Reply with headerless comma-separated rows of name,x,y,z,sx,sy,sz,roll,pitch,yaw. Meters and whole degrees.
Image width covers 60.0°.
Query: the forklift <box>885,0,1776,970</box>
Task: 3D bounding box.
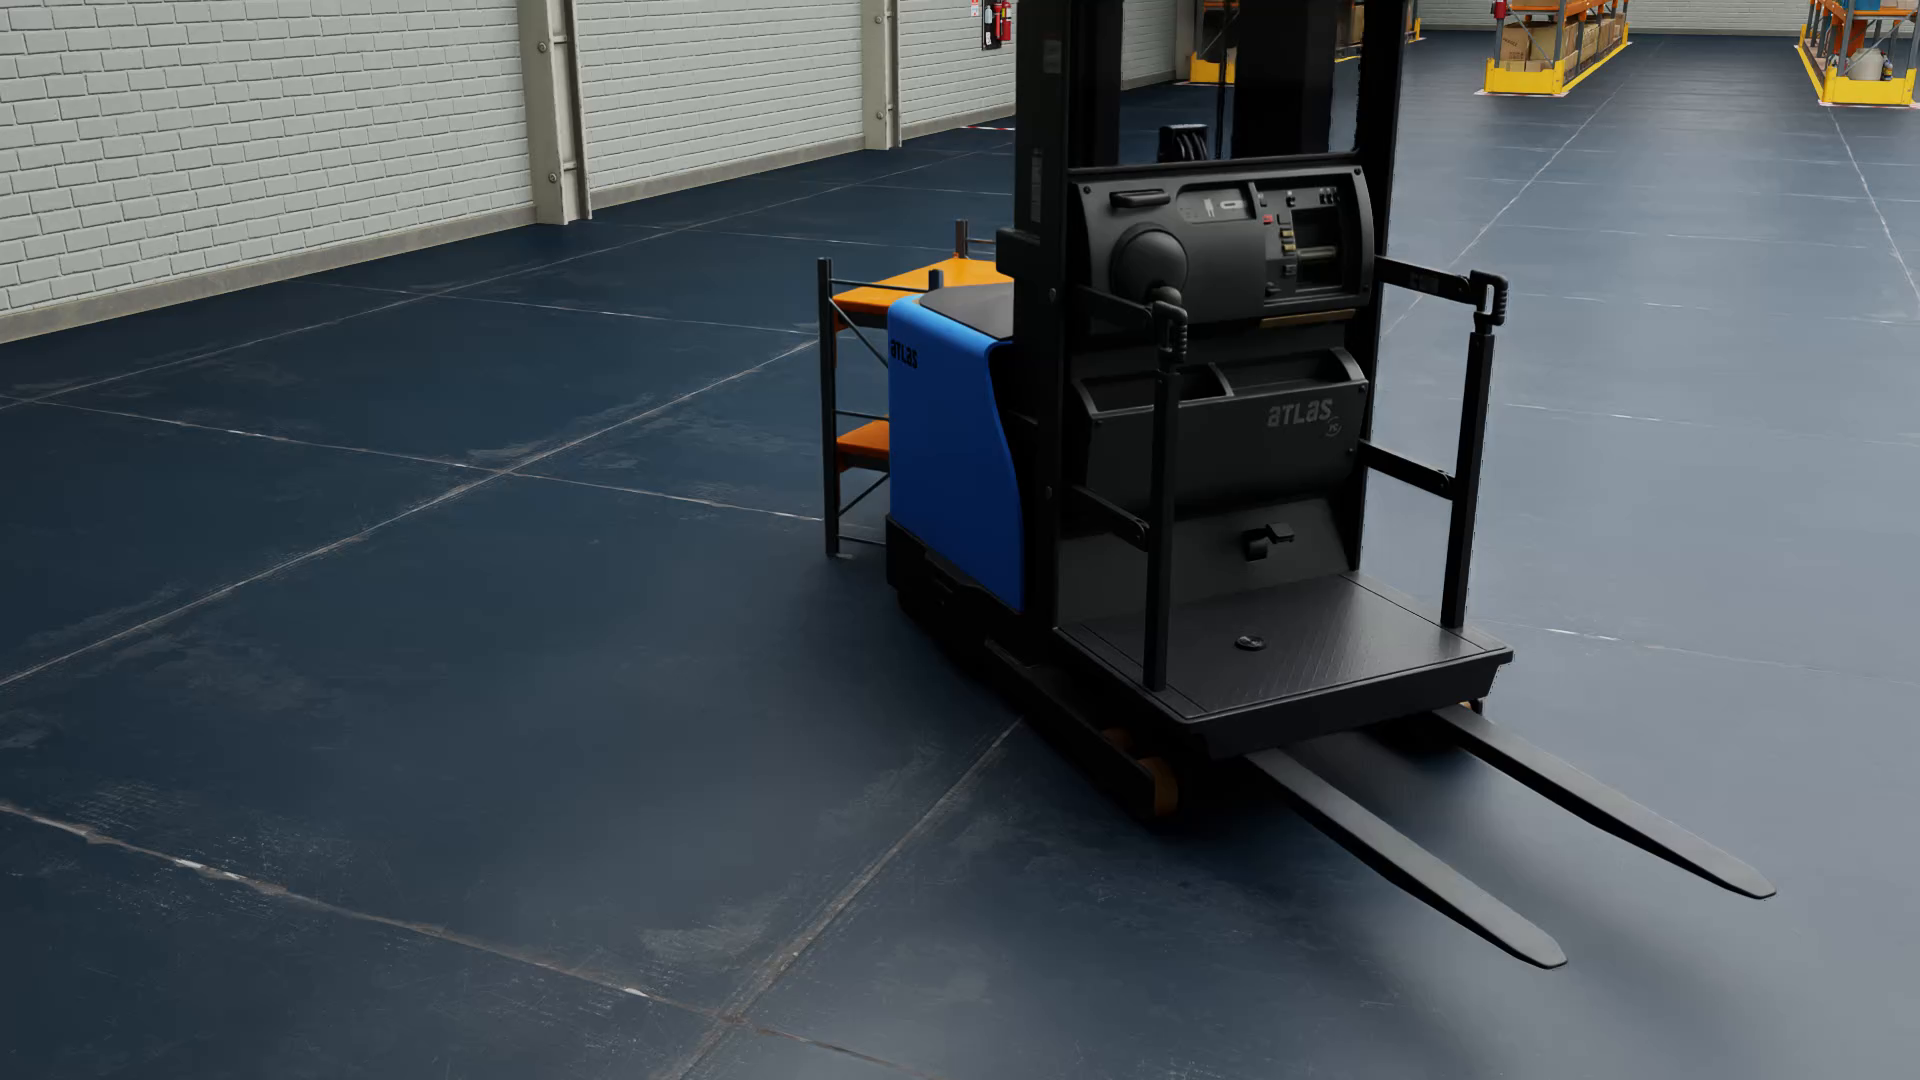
forklift,0.834,-0.810,4.372,1.130,2.935,3.031,-9,22,-24

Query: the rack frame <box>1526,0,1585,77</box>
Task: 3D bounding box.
rack frame,10.676,-9.834,29.643,1.000,3.000,0.127,9,21,23

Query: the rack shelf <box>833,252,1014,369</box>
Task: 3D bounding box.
rack shelf,-0.037,-0.862,6.340,0.538,0.278,1.000,10,22,27

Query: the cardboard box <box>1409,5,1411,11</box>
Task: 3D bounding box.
cardboard box,10.987,-13.214,41.285,0.380,0.149,0.250,8,21,22

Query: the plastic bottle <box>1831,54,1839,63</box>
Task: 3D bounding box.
plastic bottle,14.157,-7.678,26.878,0.144,0.351,0.185,10,22,25

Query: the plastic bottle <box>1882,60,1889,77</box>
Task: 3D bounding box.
plastic bottle,14.764,-7.499,26.493,0.097,0.271,0.097,0,20,0

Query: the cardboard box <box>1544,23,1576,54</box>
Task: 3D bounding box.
cardboard box,10.269,-8.613,28.568,0.500,0.500,0.500,9,21,23

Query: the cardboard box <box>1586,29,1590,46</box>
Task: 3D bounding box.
cardboard box,11.493,-9.403,31.072,0.500,0.311,0.500,8,21,21

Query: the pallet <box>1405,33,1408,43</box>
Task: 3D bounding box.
pallet,10.312,-12.240,40.571,1.003,0.211,1.213,9,21,23

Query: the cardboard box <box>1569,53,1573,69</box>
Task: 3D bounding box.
cardboard box,10.281,-8.258,28.689,0.500,0.250,0.500,9,21,23

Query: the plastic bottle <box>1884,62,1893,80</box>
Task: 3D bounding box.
plastic bottle,14.582,-7.363,26.112,0.097,0.271,0.097,0,20,0

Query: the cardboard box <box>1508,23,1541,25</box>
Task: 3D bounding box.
cardboard box,9.588,-8.532,28.340,0.500,0.500,0.500,9,21,23

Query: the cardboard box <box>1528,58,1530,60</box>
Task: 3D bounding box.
cardboard box,9.182,-7.872,27.605,0.500,0.250,0.500,9,21,23

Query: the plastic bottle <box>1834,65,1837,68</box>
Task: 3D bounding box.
plastic bottle,13.908,-7.440,26.433,0.097,0.201,0.097,0,20,0

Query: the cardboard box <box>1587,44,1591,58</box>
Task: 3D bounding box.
cardboard box,11.697,-9.295,31.607,0.500,0.250,0.500,9,21,24

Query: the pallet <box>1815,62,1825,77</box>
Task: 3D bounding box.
pallet,15.978,-8.459,29.938,1.003,0.211,1.213,9,21,23

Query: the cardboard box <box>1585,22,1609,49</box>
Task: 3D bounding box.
cardboard box,13.180,-10.499,34.589,0.500,0.500,0.500,8,21,22

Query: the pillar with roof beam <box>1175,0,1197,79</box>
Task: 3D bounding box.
pillar with roof beam,7.942,-11.858,26.382,9.100,9.000,0.400,9,21,23

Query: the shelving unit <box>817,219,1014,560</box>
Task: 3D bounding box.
shelving unit,-0.037,-0.586,6.438,0.538,1.125,1.048,10,22,27

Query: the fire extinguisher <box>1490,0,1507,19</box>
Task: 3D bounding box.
fire extinguisher,8.566,-8.602,26.295,0.296,0.674,0.183,9,21,23

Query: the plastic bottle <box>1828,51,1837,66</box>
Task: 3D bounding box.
plastic bottle,14.484,-7.922,27.565,0.144,0.351,0.185,9,22,24

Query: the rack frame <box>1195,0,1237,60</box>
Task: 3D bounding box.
rack frame,4.517,-9.289,28.113,1.000,3.000,0.127,9,21,23

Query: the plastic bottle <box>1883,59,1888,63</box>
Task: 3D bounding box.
plastic bottle,14.912,-7.634,26.866,0.152,0.276,0.135,9,21,24

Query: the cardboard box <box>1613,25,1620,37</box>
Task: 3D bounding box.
cardboard box,15.176,-11.927,38.978,0.500,0.250,0.500,9,21,23

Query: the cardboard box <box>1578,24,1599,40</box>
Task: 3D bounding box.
cardboard box,12.324,-10.029,32.833,0.500,0.311,0.500,9,22,24

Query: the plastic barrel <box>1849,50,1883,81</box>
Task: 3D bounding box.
plastic barrel,13.755,-7.167,25.232,0.421,0.512,0.421,0,20,0

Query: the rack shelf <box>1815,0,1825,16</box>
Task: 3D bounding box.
rack shelf,17.651,-10.648,33.007,1.077,0.370,4.000,9,21,23

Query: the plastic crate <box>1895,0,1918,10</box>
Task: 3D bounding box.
plastic crate,14.216,-8.035,24.980,0.298,0.136,0.250,9,21,23

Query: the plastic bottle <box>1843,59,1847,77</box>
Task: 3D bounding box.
plastic bottle,14.133,-7.538,26.585,0.061,0.283,0.133,9,21,23

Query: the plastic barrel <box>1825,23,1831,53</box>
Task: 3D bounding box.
plastic barrel,17.479,-9.934,32.899,0.600,0.588,0.708,9,21,23

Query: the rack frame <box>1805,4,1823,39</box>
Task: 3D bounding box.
rack frame,20.108,-12.821,38.044,1.000,3.000,0.127,9,21,23

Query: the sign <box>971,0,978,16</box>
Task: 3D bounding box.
sign,0.191,-6.900,21.340,0.001,0.329,0.234,9,21,23

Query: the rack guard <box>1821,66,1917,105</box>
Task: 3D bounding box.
rack guard,13.544,-6.782,24.793,1.175,0.500,0.348,9,21,23

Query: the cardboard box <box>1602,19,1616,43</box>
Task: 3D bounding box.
cardboard box,14.011,-11.119,36.330,0.500,0.500,0.500,8,21,22

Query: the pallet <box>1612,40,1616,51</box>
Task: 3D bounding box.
pallet,14.234,-11.175,37.577,1.003,0.211,1.213,9,21,23

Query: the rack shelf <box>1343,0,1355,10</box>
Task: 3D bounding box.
rack shelf,8.612,-12.007,36.829,1.077,0.370,4.000,9,21,23

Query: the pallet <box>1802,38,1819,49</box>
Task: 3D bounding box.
pallet,19.734,-11.261,37.817,1.003,0.211,1.213,9,21,23

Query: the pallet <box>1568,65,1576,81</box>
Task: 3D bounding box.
pallet,10.312,-8.282,29.443,1.003,0.211,1.213,9,21,23

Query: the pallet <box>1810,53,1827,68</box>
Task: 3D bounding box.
pallet,17.116,-9.308,32.328,1.003,0.211,1.213,9,21,23

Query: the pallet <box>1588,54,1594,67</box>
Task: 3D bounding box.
pallet,11.941,-9.496,32.856,1.003,0.211,1.213,9,21,23

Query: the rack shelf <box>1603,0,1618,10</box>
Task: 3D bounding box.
rack shelf,13.133,-11.329,34.921,1.077,0.370,4.000,9,21,23

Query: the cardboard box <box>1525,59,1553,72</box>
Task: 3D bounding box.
cardboard box,9.461,-7.647,26.970,0.500,0.250,0.500,9,21,23

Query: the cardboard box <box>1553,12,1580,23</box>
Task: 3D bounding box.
cardboard box,12.502,-10.775,34.245,0.500,0.250,0.500,9,22,25
